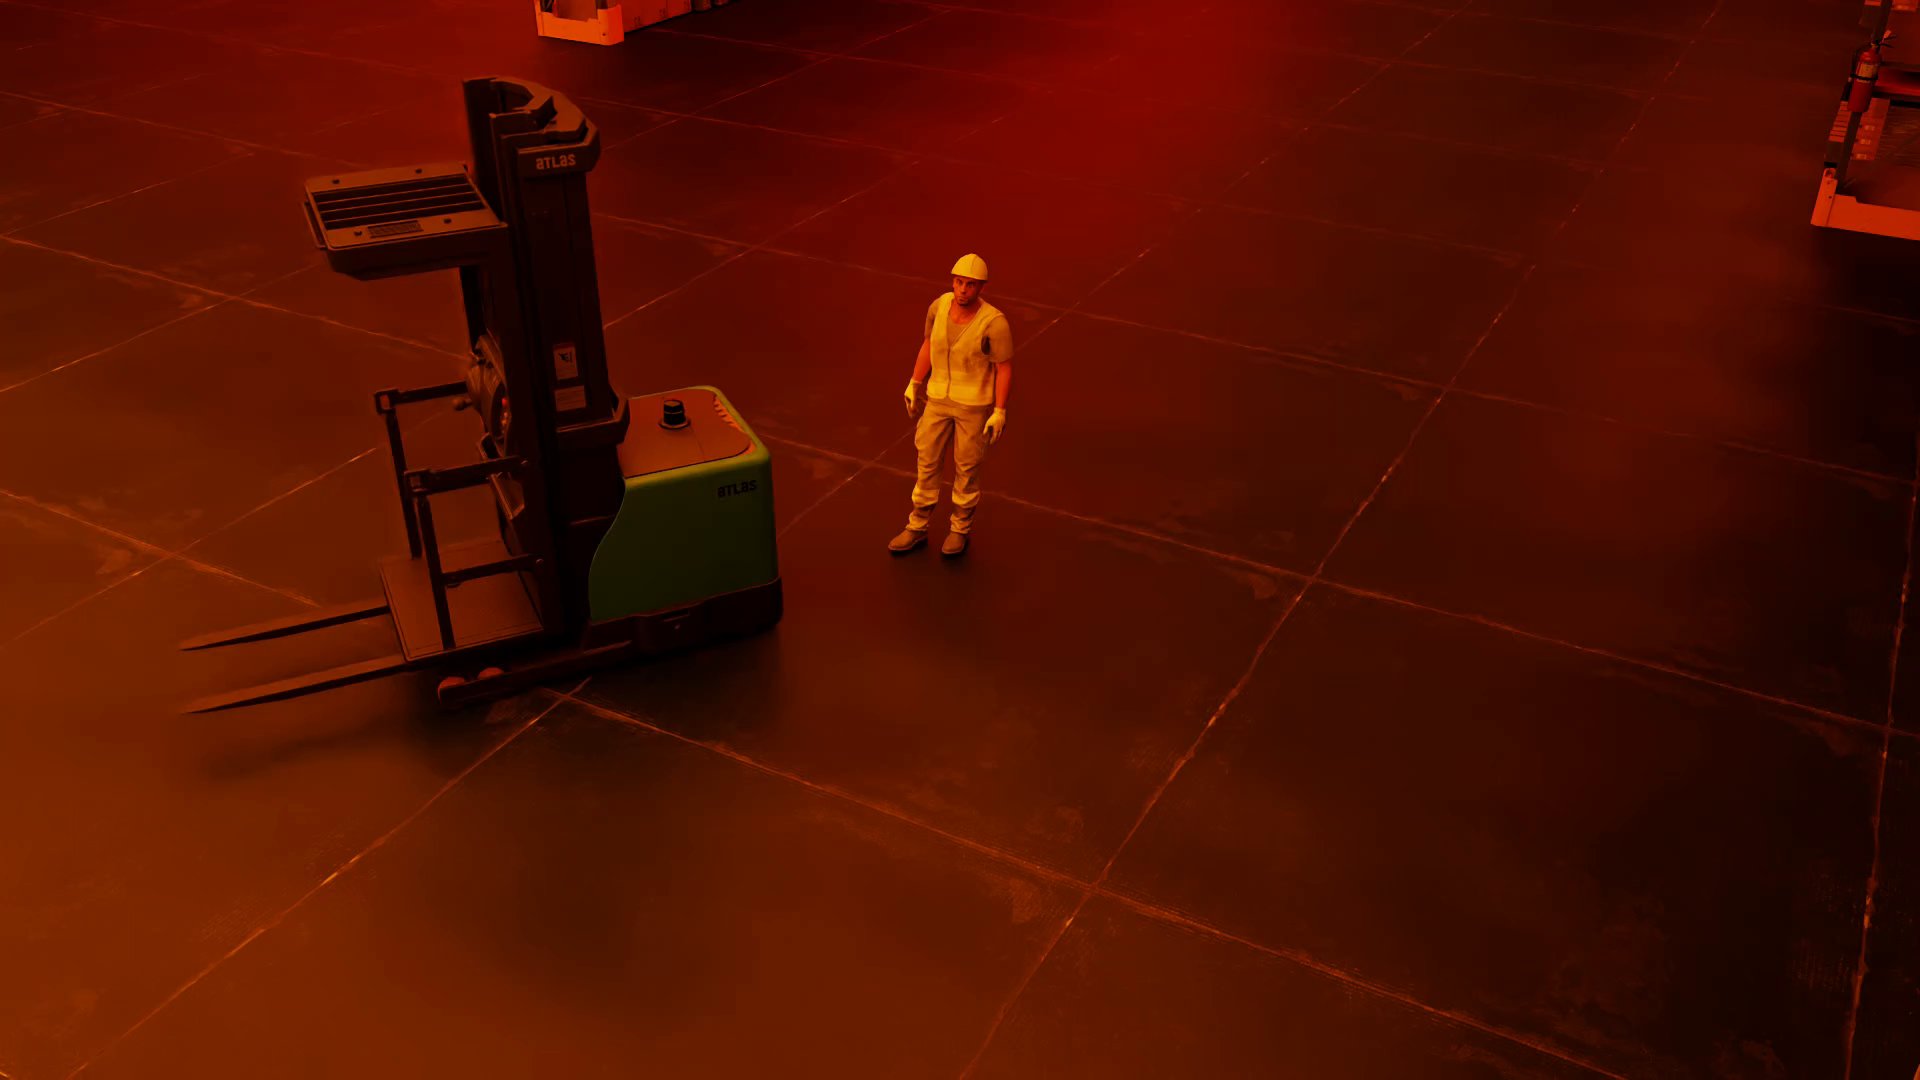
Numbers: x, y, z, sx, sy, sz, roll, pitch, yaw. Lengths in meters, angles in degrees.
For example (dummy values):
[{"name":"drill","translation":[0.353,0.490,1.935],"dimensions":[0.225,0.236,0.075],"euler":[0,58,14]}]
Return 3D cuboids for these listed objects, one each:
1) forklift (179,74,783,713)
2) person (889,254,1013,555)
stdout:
[{"name":"forklift","translation":[-2.535,-0.704,8.290],"dimensions":[3.031,2.935,1.130],"euler":[-13,32,-21]},{"name":"person","translation":[-0.050,-0.749,9.496],"dimensions":[0.638,1.788,0.563],"euler":[15,33,25]}]
